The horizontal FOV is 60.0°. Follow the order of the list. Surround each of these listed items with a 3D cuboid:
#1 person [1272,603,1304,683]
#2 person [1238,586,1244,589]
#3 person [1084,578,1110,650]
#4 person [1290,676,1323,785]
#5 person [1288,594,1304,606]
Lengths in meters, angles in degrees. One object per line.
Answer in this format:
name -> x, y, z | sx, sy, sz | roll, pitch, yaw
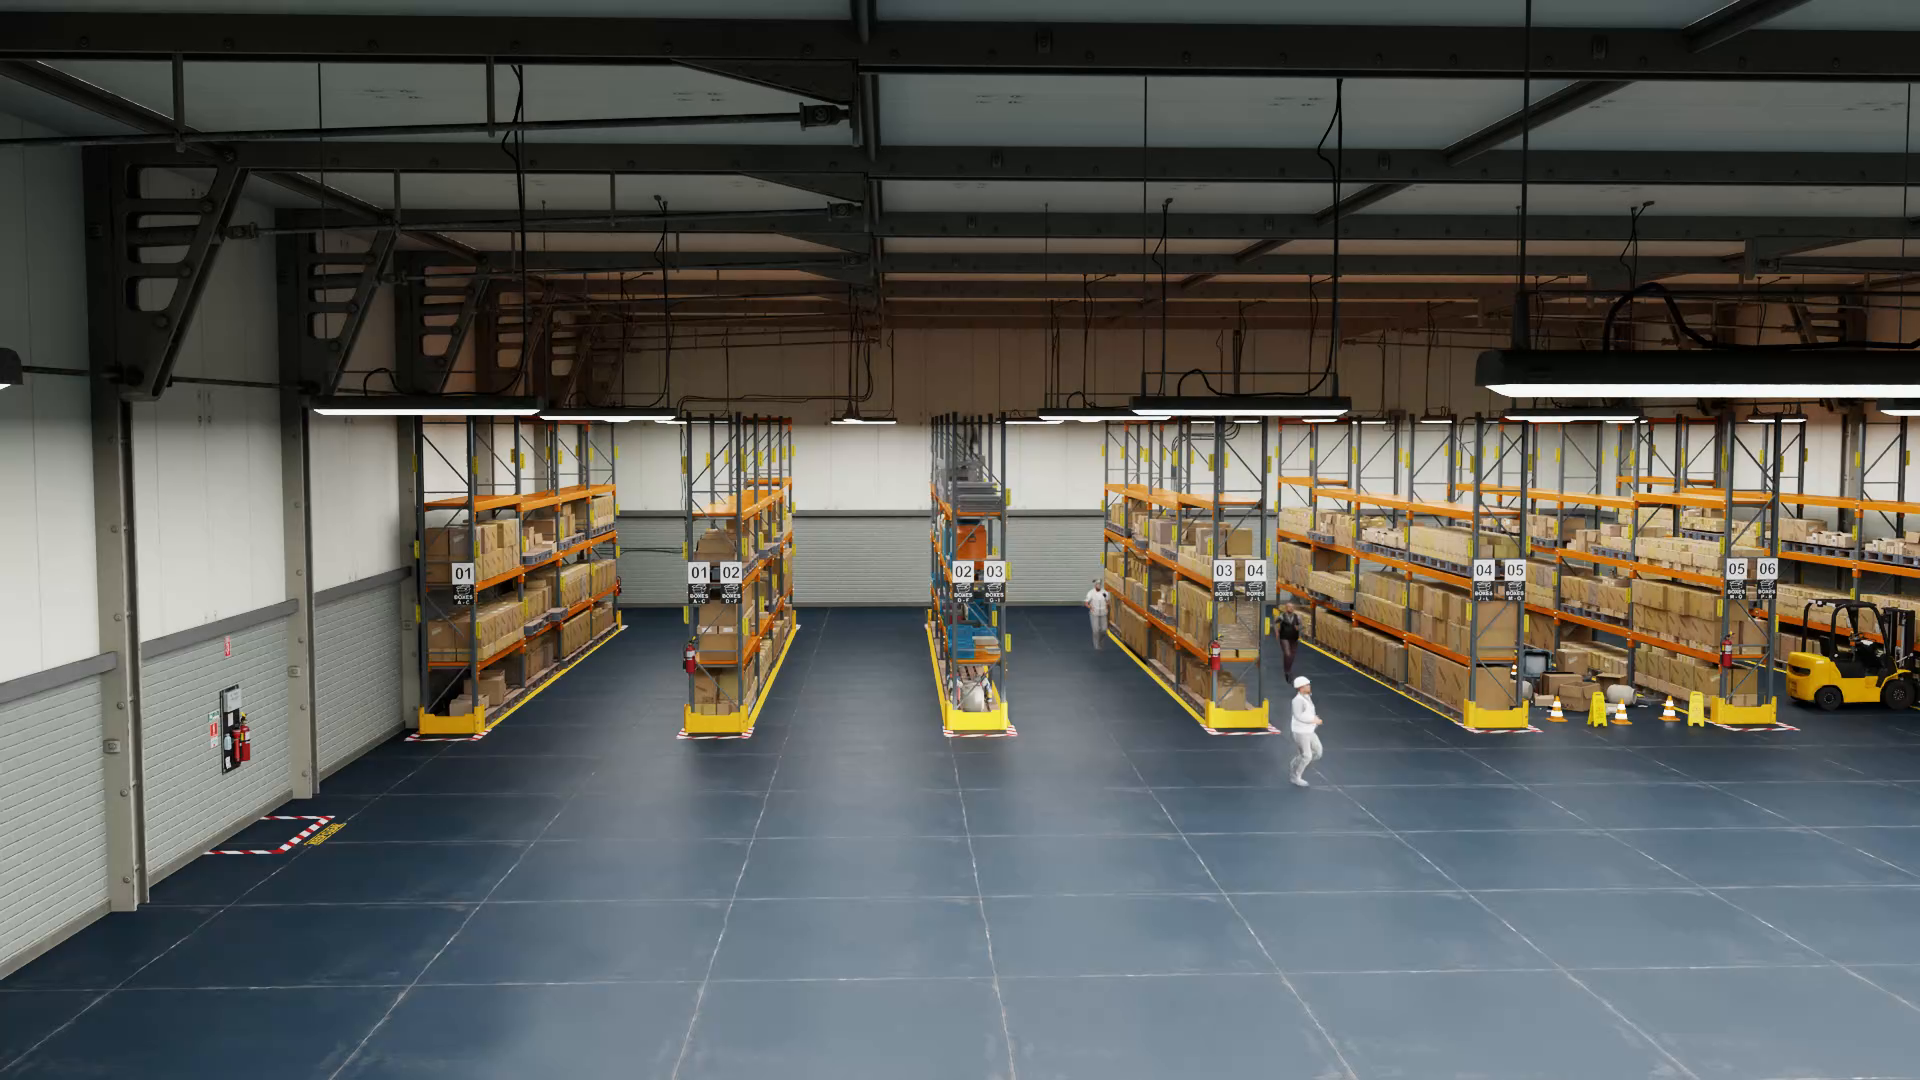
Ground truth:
person -> 7.431, 2.297, 37.563 | 0.635, 1.764, 0.831 | -1, 4, -9
person -> 7.833, 1.669, 47.597 | 0.593, 1.727, 0.799 | 1, 4, 19
person -> 3.372, 1.818, 40.515 | 0.644, 1.776, 0.542 | -1, 4, -9
person -> 5.530, 3.043, 26.541 | 0.555, 1.740, 0.708 | 2, 4, 26
person -> 9.946, 1.580, 48.975 | 0.632, 1.716, 0.643 | 3, 5, 37
